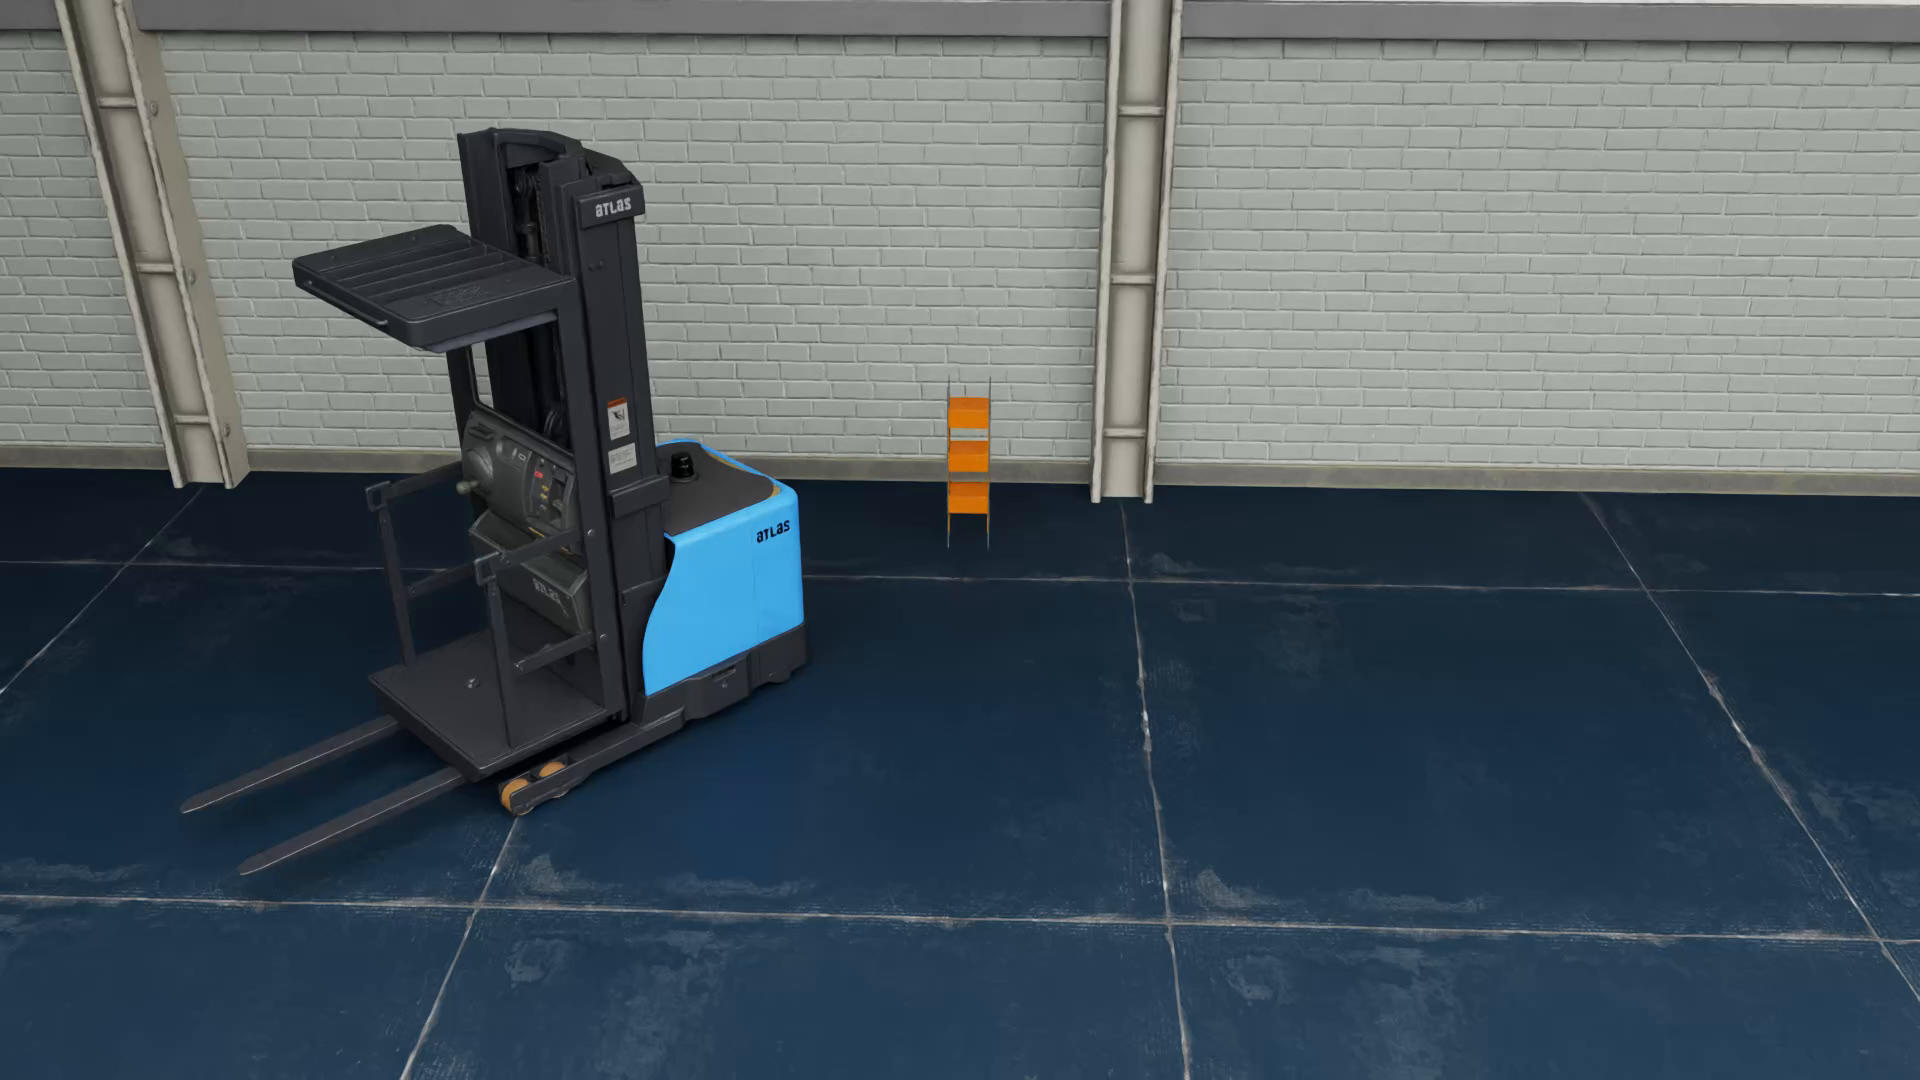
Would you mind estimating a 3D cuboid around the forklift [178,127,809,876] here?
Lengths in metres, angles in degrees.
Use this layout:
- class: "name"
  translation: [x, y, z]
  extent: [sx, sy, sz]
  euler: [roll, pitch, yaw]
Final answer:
- class: "forklift"
  translation: [-2.214, -0.278, 7.644]
  extent: [3.031, 2.935, 1.130]
  euler: [-25, 37, -38]

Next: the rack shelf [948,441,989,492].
- class: "rack shelf"
  translation: [0.053, -0.454, 10.007]
  extent: [0.240, 0.259, 0.215]
  euler: [1, 28, 2]

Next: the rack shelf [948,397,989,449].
- class: "rack shelf"
  translation: [0.053, -0.704, 9.874]
  extent: [0.240, 0.259, 0.215]
  euler: [1, 28, 2]

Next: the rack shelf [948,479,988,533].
- class: "rack shelf"
  translation: [0.053, -0.208, 10.138]
  extent: [0.240, 0.259, 0.215]
  euler: [1, 28, 2]

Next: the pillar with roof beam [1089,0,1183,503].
- class: "pillar with roof beam"
  translation: [0.895, -2.272, 4.929]
  extent: [0.400, 9.000, 9.100]
  euler: [1, 28, 2]

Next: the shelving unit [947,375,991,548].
- class: "shelving unit"
  translation: [0.053, -0.463, 10.002]
  extent: [0.252, 1.050, 0.215]
  euler: [1, 28, 2]

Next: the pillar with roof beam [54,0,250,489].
- class: "pillar with roof beam"
  translation: [-5.101, -2.372, 5.116]
  extent: [0.400, 9.000, 9.100]
  euler: [1, 28, 2]

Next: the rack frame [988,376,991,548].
- class: "rack frame"
  translation: [0.175, -0.461, 9.999]
  extent: [0.008, 1.050, 0.200]
  euler: [1, 28, 2]

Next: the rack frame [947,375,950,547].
- class: "rack frame"
  translation: [-0.068, -0.465, 10.006]
  extent: [0.008, 1.050, 0.200]
  euler: [1, 28, 2]
